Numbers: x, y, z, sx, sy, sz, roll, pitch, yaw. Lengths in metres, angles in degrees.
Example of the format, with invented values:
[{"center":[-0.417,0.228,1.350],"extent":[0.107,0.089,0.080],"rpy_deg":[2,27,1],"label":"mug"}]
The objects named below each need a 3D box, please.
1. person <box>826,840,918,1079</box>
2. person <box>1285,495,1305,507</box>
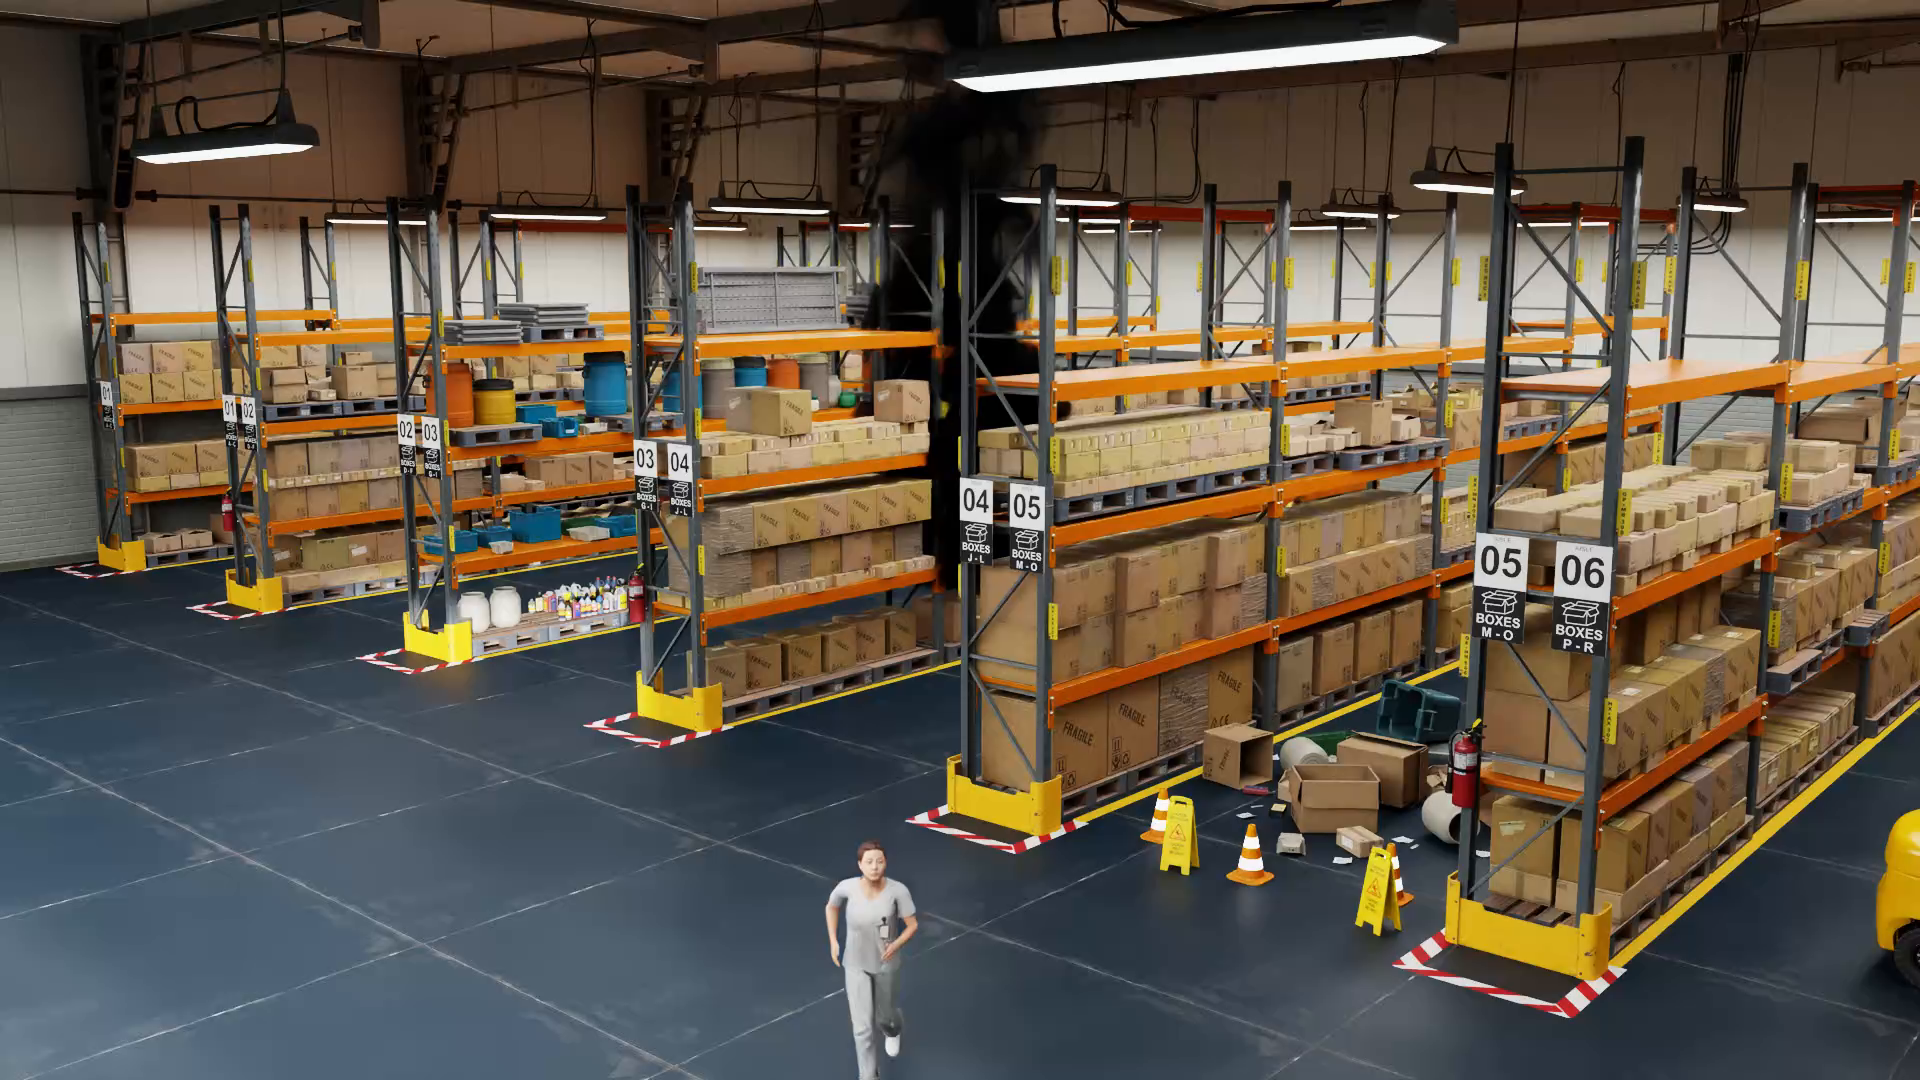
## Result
[{"center":[-0.547,2.649,10.352],"extent":[0.577,1.668,0.951],"rpy_deg":[0,9,-2],"label":"person"},{"center":[5.221,0.020,25.873],"extent":[0.731,1.739,0.891],"rpy_deg":[8,12,40],"label":"person"}]
